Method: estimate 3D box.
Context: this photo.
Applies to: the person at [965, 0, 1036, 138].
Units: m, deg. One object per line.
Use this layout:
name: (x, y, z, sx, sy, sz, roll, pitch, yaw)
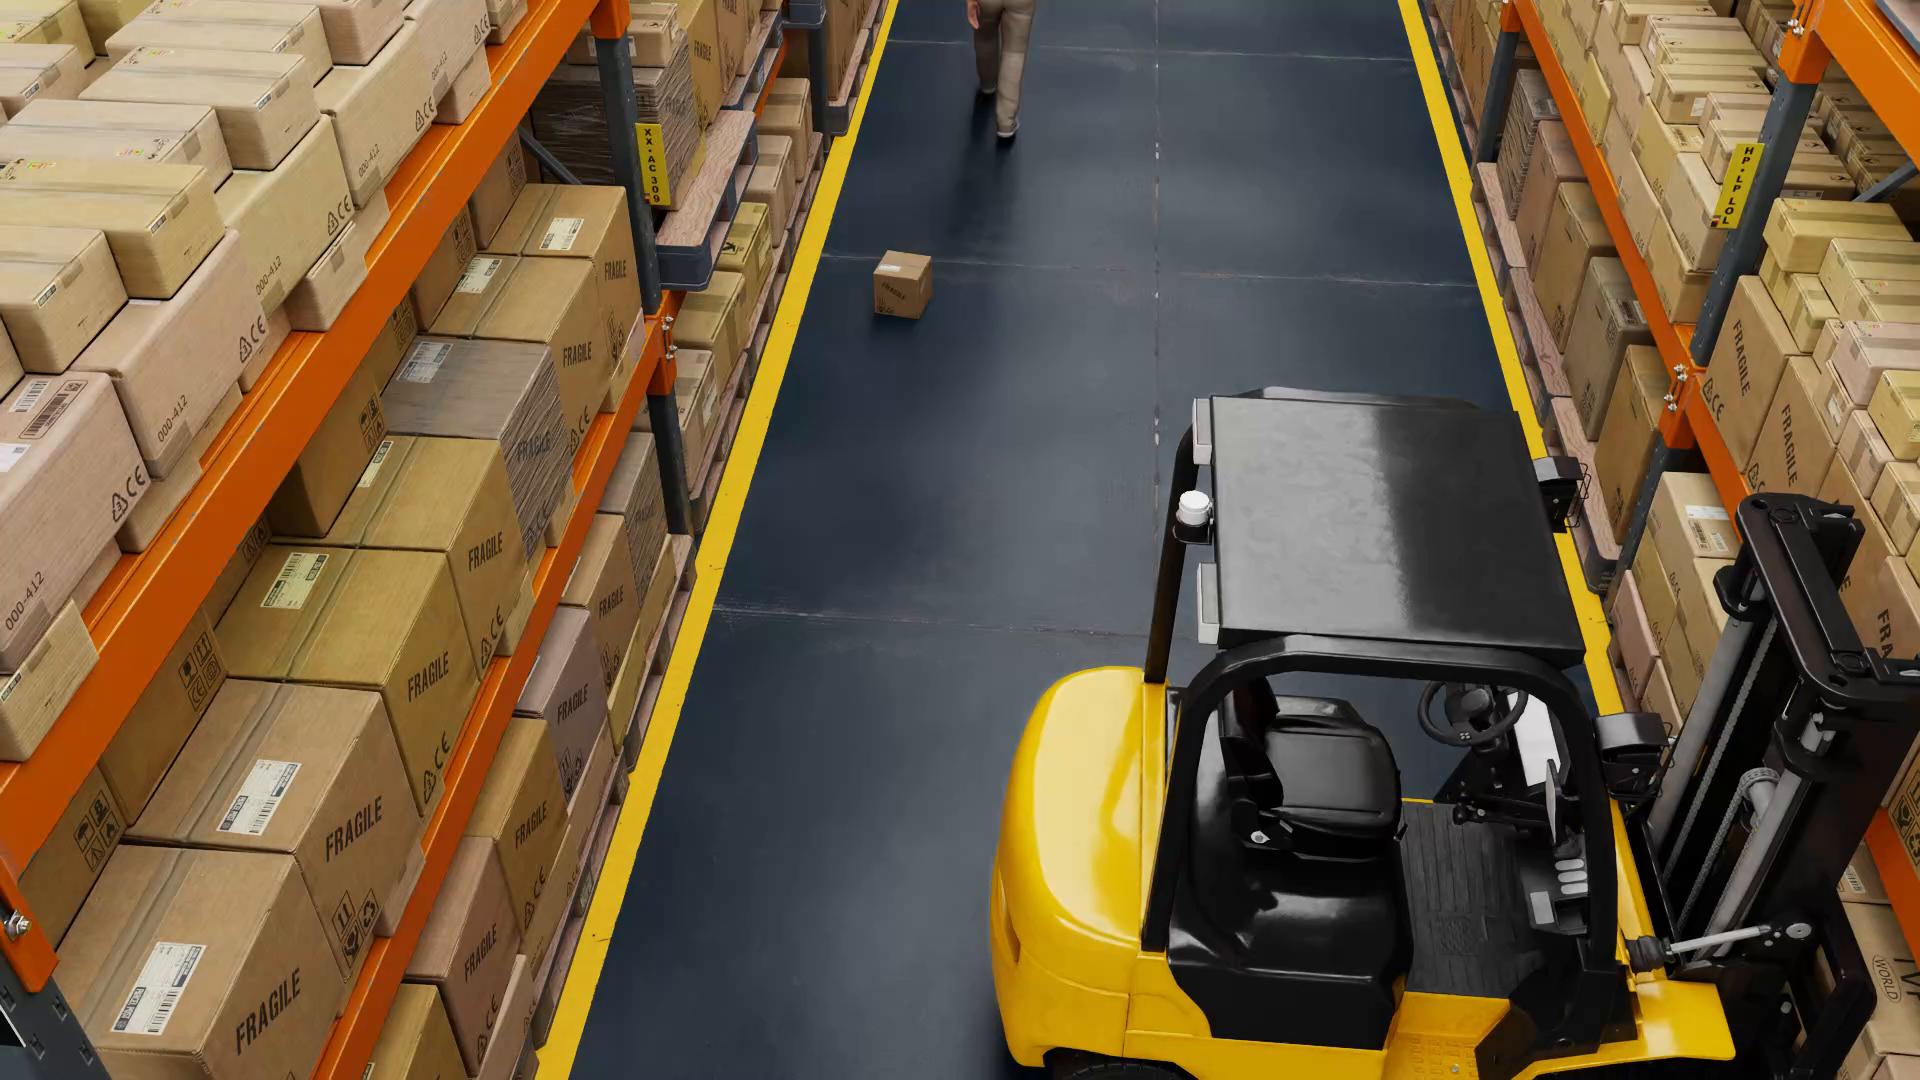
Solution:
person: (0.276, -3.454, 10.299, 0.531, 1.658, 1.036, 4, 40, 4)
